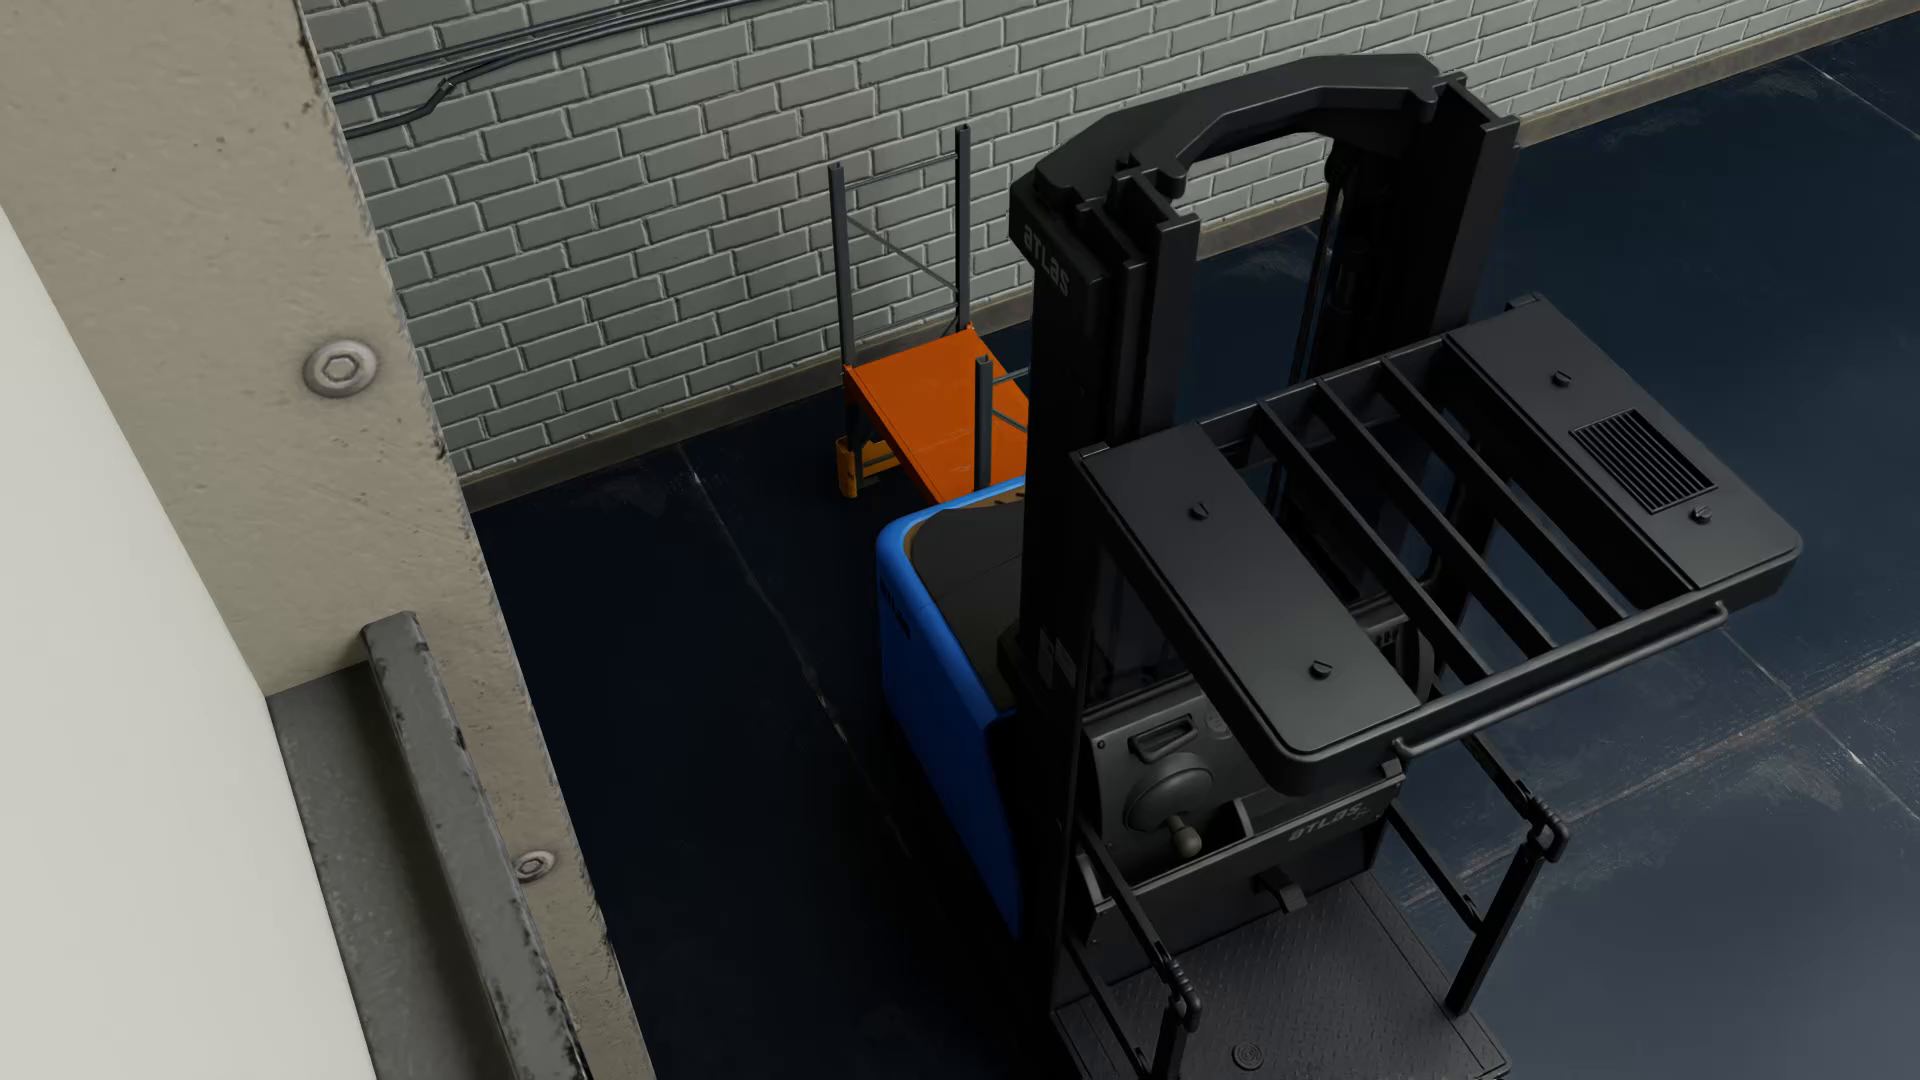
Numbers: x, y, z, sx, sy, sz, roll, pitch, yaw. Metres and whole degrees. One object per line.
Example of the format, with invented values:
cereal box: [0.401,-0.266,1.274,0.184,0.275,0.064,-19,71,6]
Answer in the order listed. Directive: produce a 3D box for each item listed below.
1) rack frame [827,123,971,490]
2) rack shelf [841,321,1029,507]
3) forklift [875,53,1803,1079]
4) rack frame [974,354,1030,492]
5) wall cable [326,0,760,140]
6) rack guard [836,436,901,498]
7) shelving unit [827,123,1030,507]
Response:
rack frame: [-0.194,-0.777,5.931,0.500,1.500,0.032,-21,52,-18]
rack shelf: [0.039,-0.318,5.768,0.538,0.185,1.000,-21,52,-18]
forklift: [0.820,0.550,3.819,1.130,2.935,3.031,-20,52,-16]
rack frame: [0.272,-0.096,5.335,0.500,1.500,0.032,-21,52,-18]
wall cable: [-1.083,-2.330,4.370,3.097,2.526,0.112,-21,52,-18]
rack guard: [-0.193,-0.365,6.400,0.587,0.250,0.087,-21,52,-18]
shelving unit: [0.035,-0.443,5.638,0.587,1.500,1.083,-21,52,-18]
